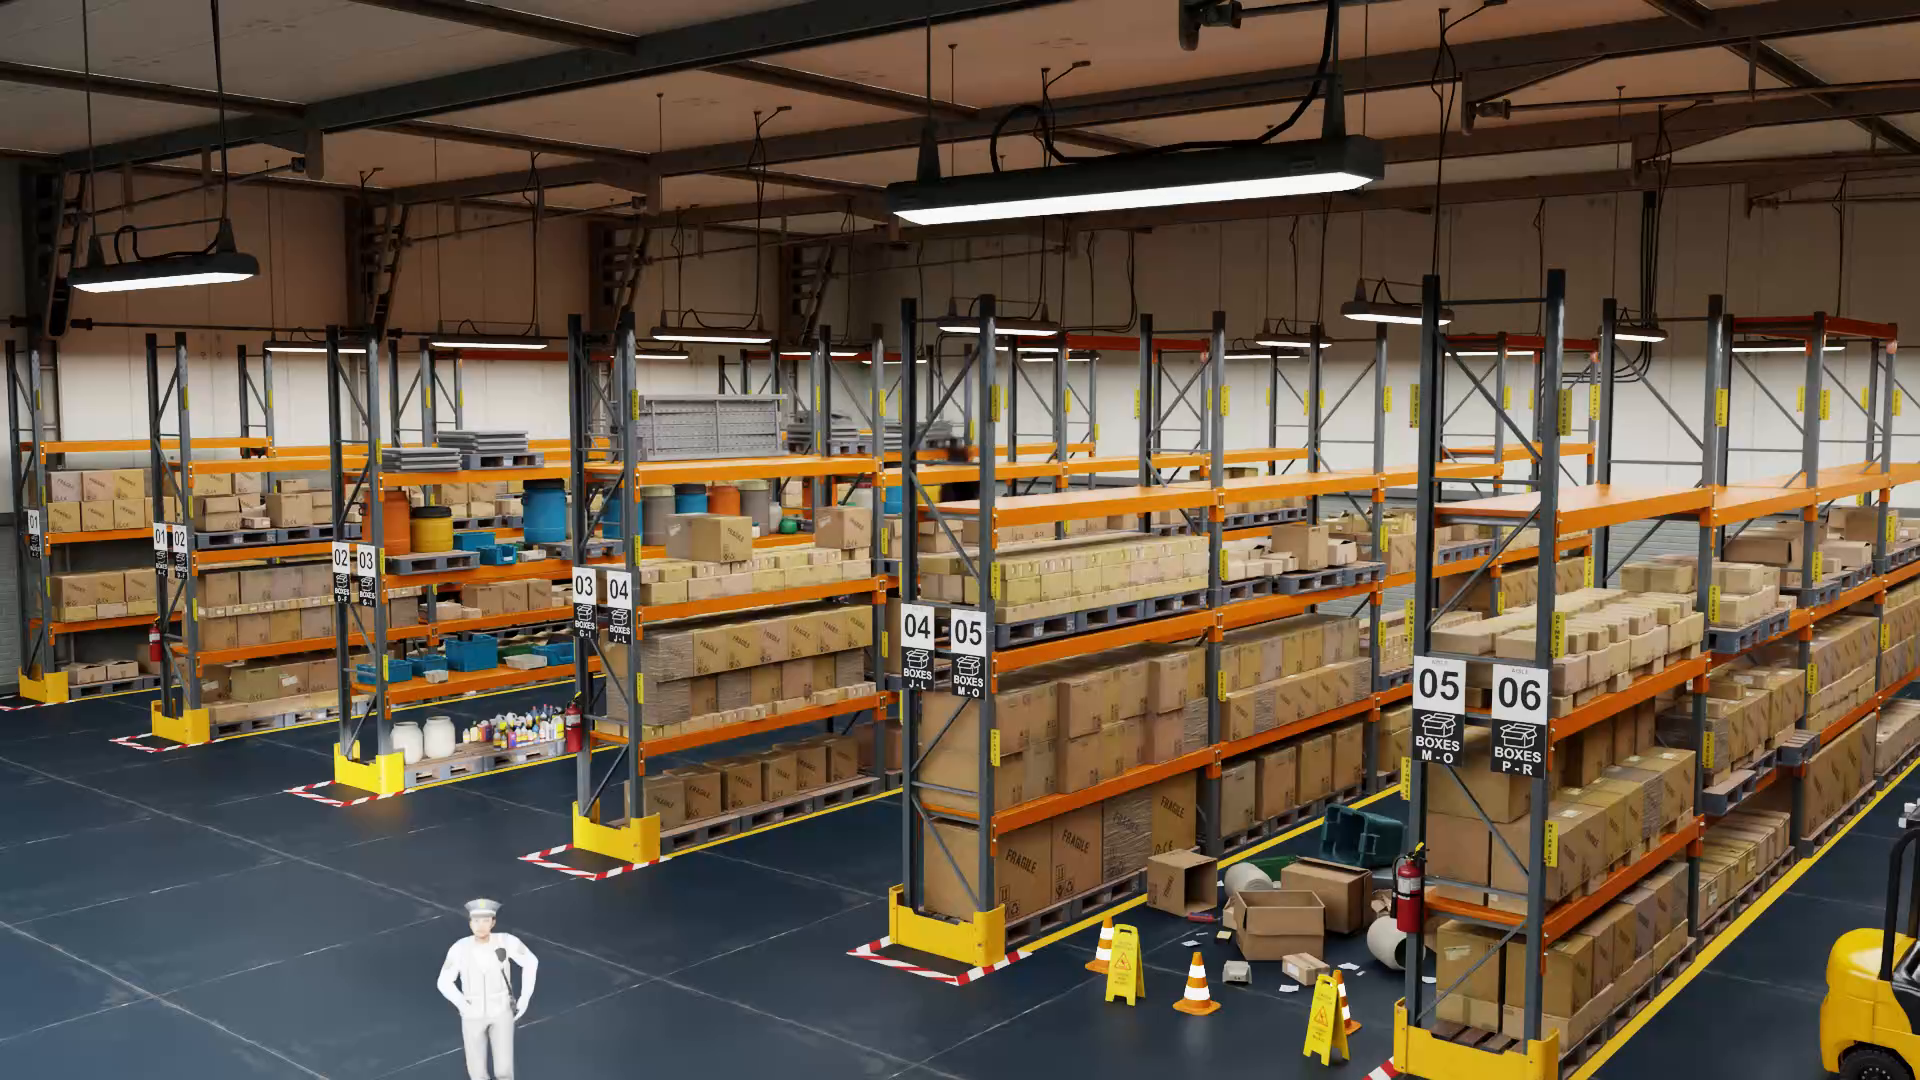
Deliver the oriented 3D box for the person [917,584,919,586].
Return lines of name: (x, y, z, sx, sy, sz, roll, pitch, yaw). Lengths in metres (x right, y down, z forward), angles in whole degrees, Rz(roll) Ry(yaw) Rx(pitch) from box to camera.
person: (-0.762, 1.171, 35.118, 0.669, 1.704, 0.978, 3, 6, 34)

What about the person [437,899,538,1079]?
person: (-3.271, 3.300, 11.513, 0.668, 1.668, 0.526, -1, 5, -11)

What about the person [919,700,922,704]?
person: (-0.620, 1.747, 25.757, 0.539, 1.648, 0.528, 4, 7, 38)
